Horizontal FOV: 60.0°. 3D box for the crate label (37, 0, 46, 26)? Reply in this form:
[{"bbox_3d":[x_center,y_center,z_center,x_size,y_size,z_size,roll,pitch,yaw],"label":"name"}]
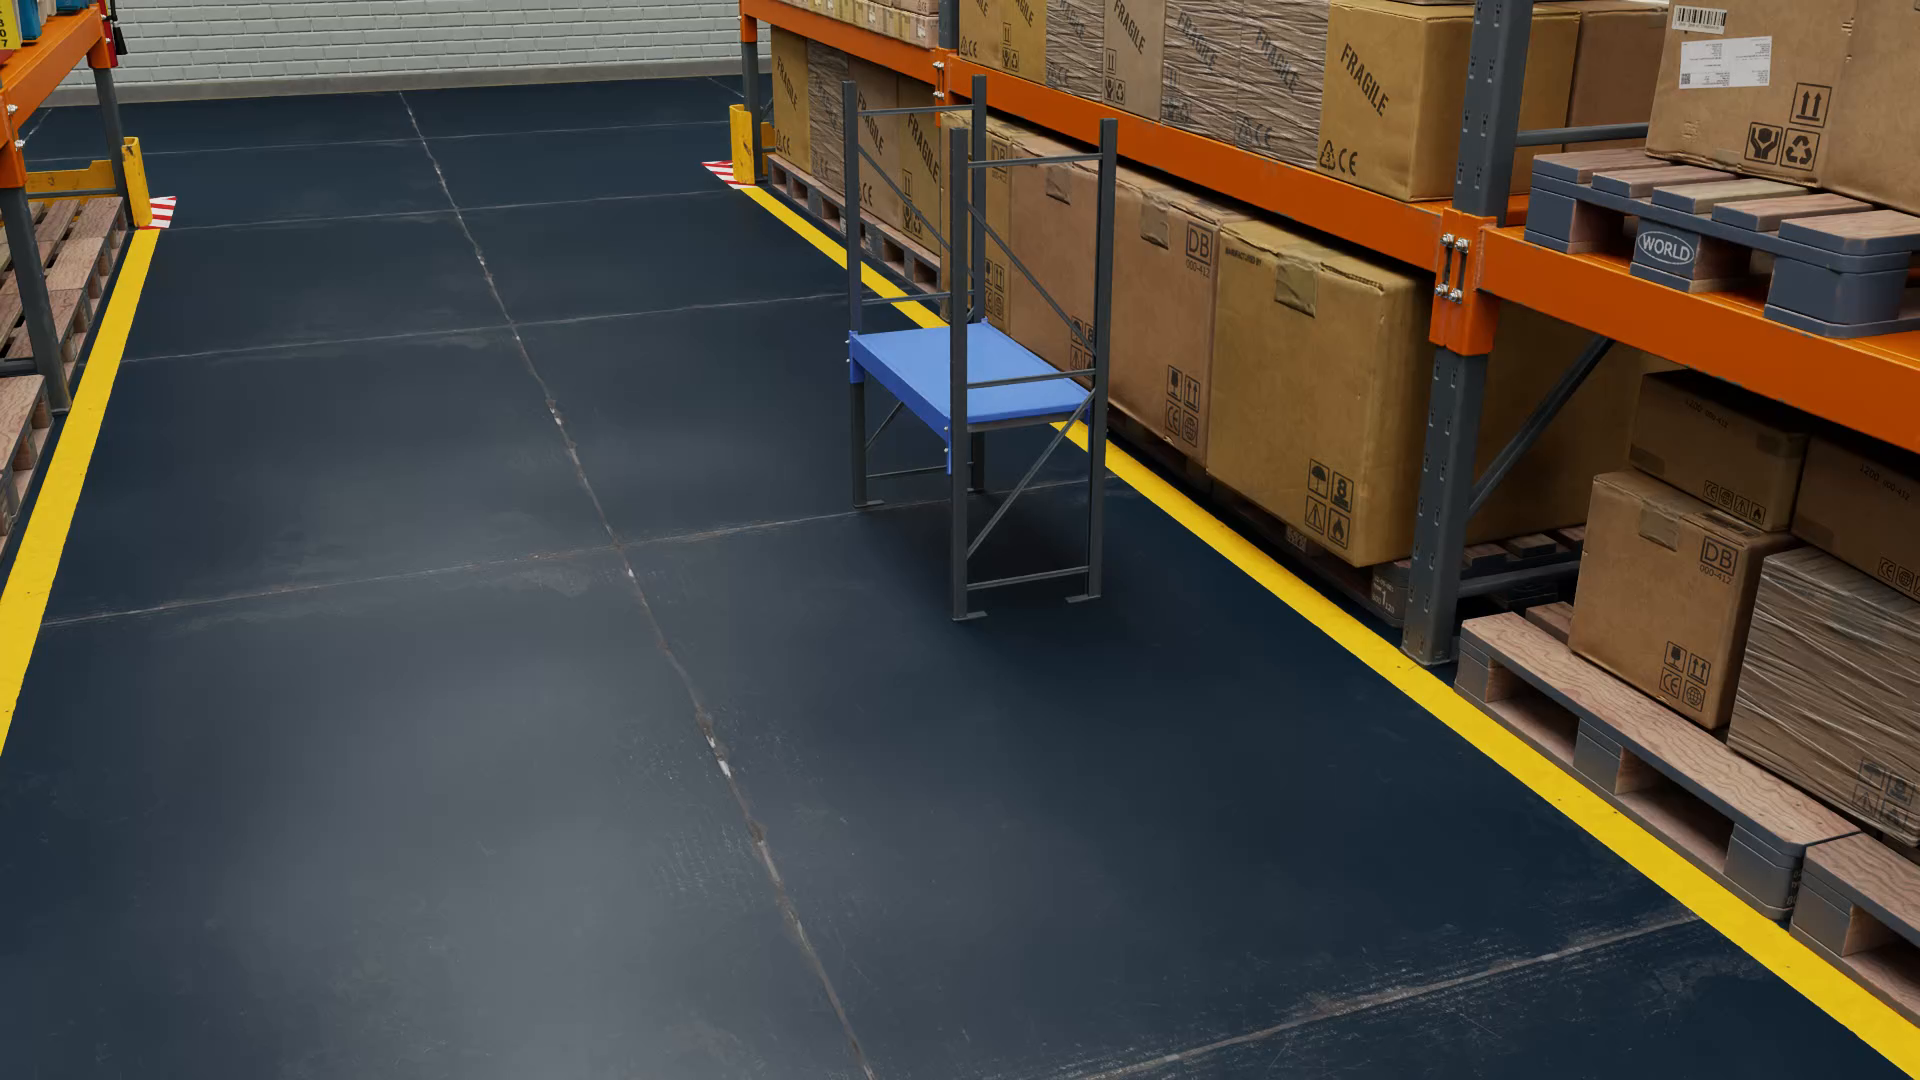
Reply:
[{"bbox_3d":[-4.992,-2.752,8.679,0.396,0.136,0.243,-8,24,-19],"label":"crate label"}]

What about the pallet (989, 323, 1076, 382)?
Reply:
[{"bbox_3d":[0.731,-0.993,7.835,1.003,0.211,1.213,-8,24,-19],"label":"pallet"}]

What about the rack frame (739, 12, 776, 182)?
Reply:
[{"bbox_3d":[-1.026,-4.002,11.383,1.000,3.000,0.127,-8,24,-19],"label":"rack frame"}]

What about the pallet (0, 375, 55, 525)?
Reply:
[{"bbox_3d":[-4.013,-0.298,6.185,1.003,0.211,1.213,-8,24,-19],"label":"pallet"}]

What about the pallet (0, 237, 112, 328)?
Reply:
[{"bbox_3d":[-4.977,-1.290,8.538,1.003,0.211,1.213,-8,24,-19],"label":"pallet"}]

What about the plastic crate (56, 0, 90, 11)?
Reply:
[{"bbox_3d":[-5.366,-3.270,9.524,0.616,0.435,0.499,-8,24,-19],"label":"plastic crate"}]

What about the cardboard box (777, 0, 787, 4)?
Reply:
[{"bbox_3d":[-0.933,-3.431,10.352,0.380,0.149,0.250,-9,24,-20],"label":"cardboard box"}]

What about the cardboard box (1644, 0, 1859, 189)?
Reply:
[{"bbox_3d":[2.029,-1.144,3.932,0.500,0.500,0.500,-12,25,-25],"label":"cardboard box"}]

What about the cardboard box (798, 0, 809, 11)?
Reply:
[{"bbox_3d":[-0.752,-3.245,9.910,0.380,0.149,0.250,-9,24,-20],"label":"cardboard box"}]

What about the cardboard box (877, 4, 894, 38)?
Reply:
[{"bbox_3d":[-0.208,-2.685,8.582,0.380,0.149,0.250,-9,24,-20],"label":"cardboard box"}]

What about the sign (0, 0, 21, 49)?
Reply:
[{"bbox_3d":[-3.731,-2.071,6.446,0.100,0.325,0.005,-8,24,-19],"label":"sign"}]

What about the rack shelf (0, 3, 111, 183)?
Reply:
[{"bbox_3d":[-4.953,-2.264,8.186,1.077,0.370,4.000,-8,24,-19],"label":"rack shelf"}]

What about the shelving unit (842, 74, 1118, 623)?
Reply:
[{"bbox_3d":[0.030,-0.660,5.385,0.538,1.500,1.048,-8,24,-19],"label":"shelving unit"}]

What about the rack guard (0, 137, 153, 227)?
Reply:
[{"bbox_3d":[-5.680,-2.177,10.272,1.175,0.500,0.348,-8,24,-19],"label":"rack guard"}]

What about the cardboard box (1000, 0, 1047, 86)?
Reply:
[{"bbox_3d":[0.495,-2.210,7.004,0.500,0.500,0.500,-8,24,-19],"label":"cardboard box"}]

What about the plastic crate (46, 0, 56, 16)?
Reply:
[{"bbox_3d":[-5.202,-2.957,9.166,0.396,0.136,0.243,-8,24,-19],"label":"plastic crate"}]

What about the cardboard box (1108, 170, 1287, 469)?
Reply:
[{"bbox_3d":[1.269,-0.888,6.190,1.225,0.875,0.875,-8,24,-19],"label":"cardboard box"}]

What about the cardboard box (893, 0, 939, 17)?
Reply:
[{"bbox_3d":[-0.014,-2.741,8.201,0.500,0.250,0.500,-9,24,-20],"label":"cardboard box"}]

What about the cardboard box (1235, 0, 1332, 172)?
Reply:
[{"bbox_3d":[1.224,-1.468,5.243,0.500,0.500,0.500,-9,24,-19],"label":"cardboard box"}]

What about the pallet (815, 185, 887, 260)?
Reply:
[{"bbox_3d":[-0.243,-1.994,10.210,1.003,0.211,1.213,-8,24,-19],"label":"pallet"}]

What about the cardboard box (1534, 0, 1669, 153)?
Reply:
[{"bbox_3d":[1.883,-1.355,4.974,0.500,0.500,0.500,-8,24,-17],"label":"cardboard box"}]

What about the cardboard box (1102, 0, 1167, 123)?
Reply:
[{"bbox_3d":[0.858,-1.842,6.128,0.500,0.500,0.500,-8,24,-18],"label":"cardboard box"}]

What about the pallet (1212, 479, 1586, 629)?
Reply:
[{"bbox_3d":[1.593,-0.107,5.732,1.003,0.211,1.213,-8,24,-19],"label":"pallet"}]

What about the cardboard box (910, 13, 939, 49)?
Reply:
[{"bbox_3d":[-0.027,-2.498,8.139,0.380,0.149,0.250,-8,24,-19],"label":"cardboard box"}]

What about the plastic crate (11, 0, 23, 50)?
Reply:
[{"bbox_3d":[-4.613,-2.422,7.710,0.437,0.282,0.530,-8,24,-19],"label":"plastic crate"}]

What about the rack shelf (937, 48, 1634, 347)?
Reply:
[{"bbox_3d":[1.094,-1.490,6.350,1.077,0.370,4.000,-8,24,-19],"label":"rack shelf"}]

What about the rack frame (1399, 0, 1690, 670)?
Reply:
[{"bbox_3d":[1.801,-1.095,4.486,1.000,3.000,0.127,-8,24,-19],"label":"rack frame"}]

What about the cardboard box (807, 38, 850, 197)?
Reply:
[{"bbox_3d":[-0.403,-2.664,10.403,0.875,0.875,0.875,-8,24,-19],"label":"cardboard box"}]

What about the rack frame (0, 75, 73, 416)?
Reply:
[{"bbox_3d":[-4.246,-1.869,6.322,1.000,3.000,0.127,-8,24,-19],"label":"rack frame"}]

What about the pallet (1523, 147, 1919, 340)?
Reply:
[{"bbox_3d":[2.152,-0.762,3.943,1.213,0.211,1.003,-8,24,-19],"label":"pallet"}]

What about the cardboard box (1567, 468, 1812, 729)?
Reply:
[{"bbox_3d":[2.056,0.095,4.315,0.700,0.500,0.500,-10,25,-22],"label":"cardboard box"}]

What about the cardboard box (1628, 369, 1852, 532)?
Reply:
[{"bbox_3d":[2.065,-0.252,4.172,0.500,0.250,0.500,-7,24,-17],"label":"cardboard box"}]

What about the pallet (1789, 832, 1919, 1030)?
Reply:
[{"bbox_3d":[2.502,0.917,3.303,1.003,0.211,1.213,-8,24,-19],"label":"pallet"}]

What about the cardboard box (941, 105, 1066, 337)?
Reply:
[{"bbox_3d":[0.632,-1.533,7.720,1.225,0.875,0.875,-8,24,-19],"label":"cardboard box"}]

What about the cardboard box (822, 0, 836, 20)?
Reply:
[{"bbox_3d":[-0.570,-3.058,9.467,0.380,0.149,0.250,-8,24,-18],"label":"cardboard box"}]

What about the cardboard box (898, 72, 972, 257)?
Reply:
[{"bbox_3d":[0.229,-2.014,8.860,0.875,0.875,0.875,-8,24,-19],"label":"cardboard box"}]

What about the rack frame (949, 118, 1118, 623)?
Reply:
[{"bbox_3d":[0.210,-0.475,4.947,0.500,1.500,0.032,-8,24,-19],"label":"rack frame"}]

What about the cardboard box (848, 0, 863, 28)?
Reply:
[{"bbox_3d":[-0.391,-2.872,9.026,0.380,0.149,0.250,-8,24,-18],"label":"cardboard box"}]
